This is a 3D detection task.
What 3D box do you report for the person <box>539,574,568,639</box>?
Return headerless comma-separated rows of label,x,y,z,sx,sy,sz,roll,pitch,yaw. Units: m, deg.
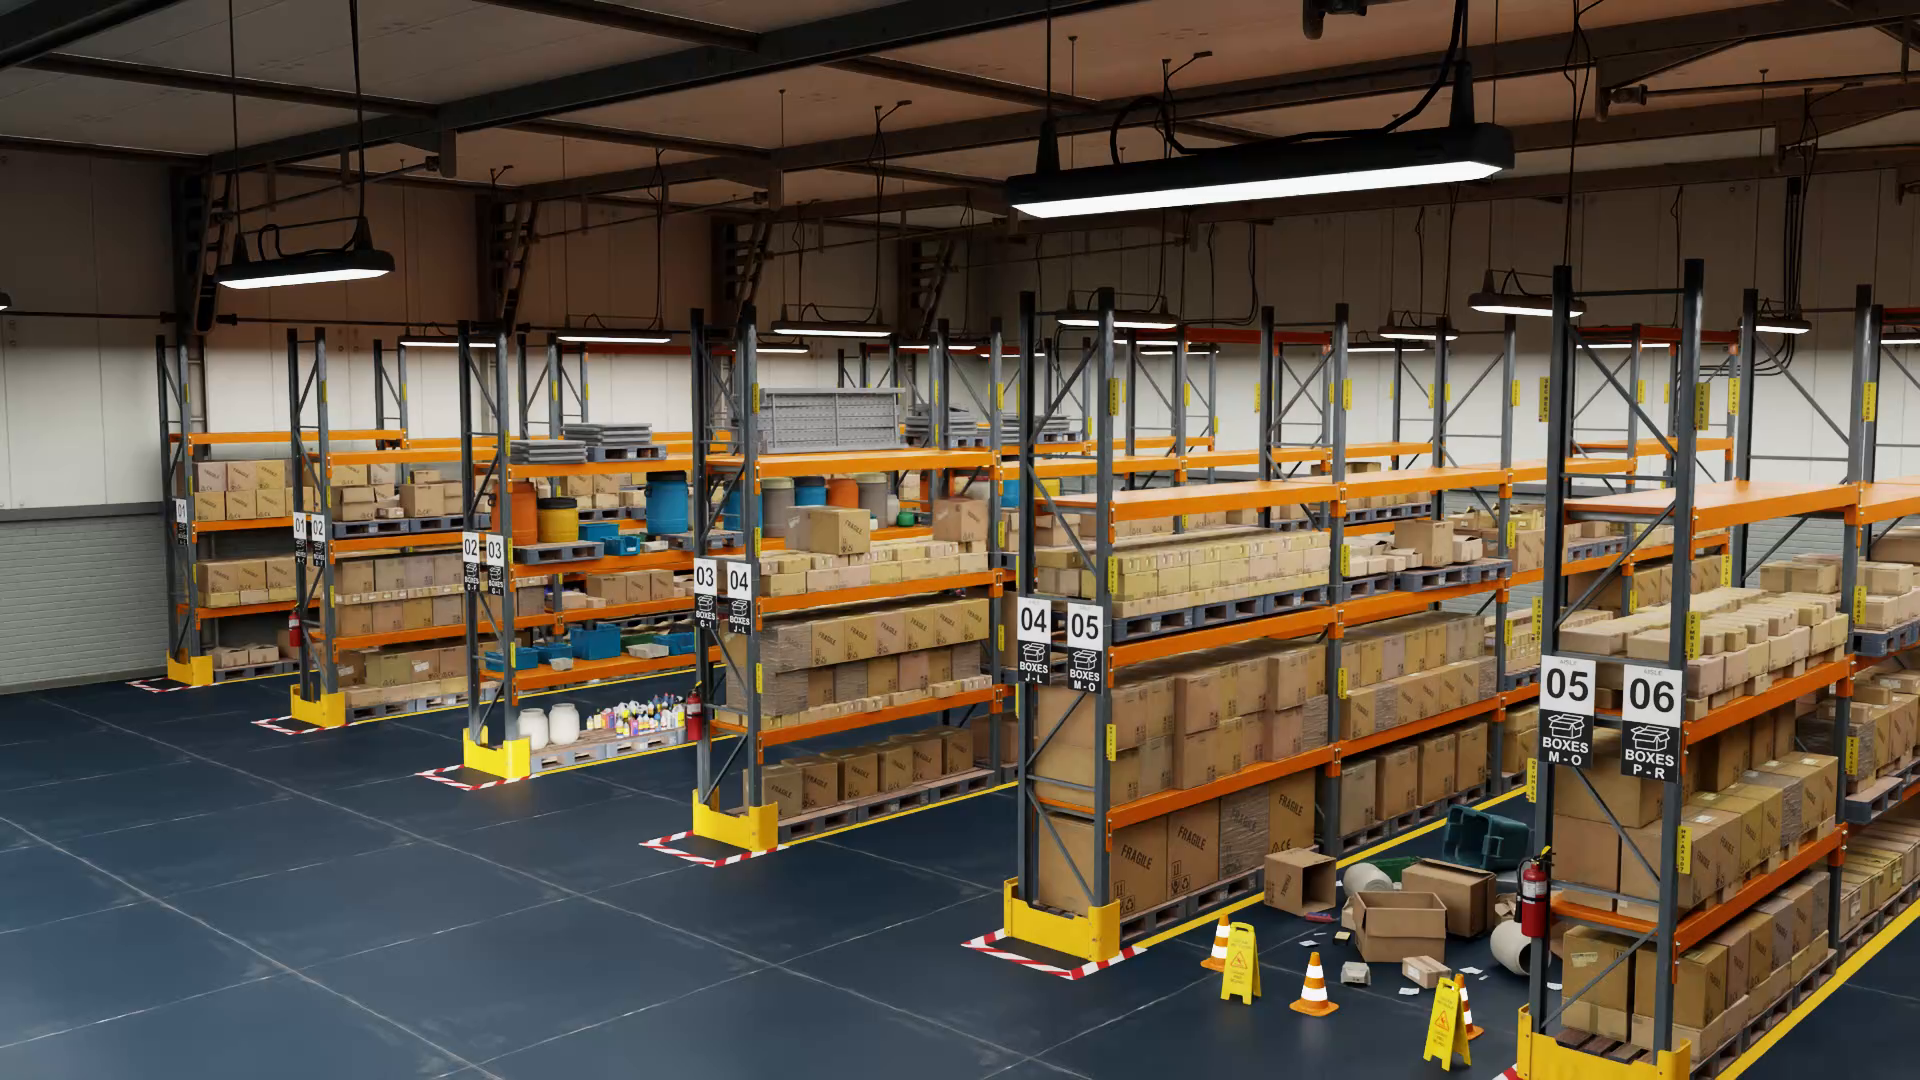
person,-7.588,1.414,31.242,0.448,1.610,0.863,5,7,40
